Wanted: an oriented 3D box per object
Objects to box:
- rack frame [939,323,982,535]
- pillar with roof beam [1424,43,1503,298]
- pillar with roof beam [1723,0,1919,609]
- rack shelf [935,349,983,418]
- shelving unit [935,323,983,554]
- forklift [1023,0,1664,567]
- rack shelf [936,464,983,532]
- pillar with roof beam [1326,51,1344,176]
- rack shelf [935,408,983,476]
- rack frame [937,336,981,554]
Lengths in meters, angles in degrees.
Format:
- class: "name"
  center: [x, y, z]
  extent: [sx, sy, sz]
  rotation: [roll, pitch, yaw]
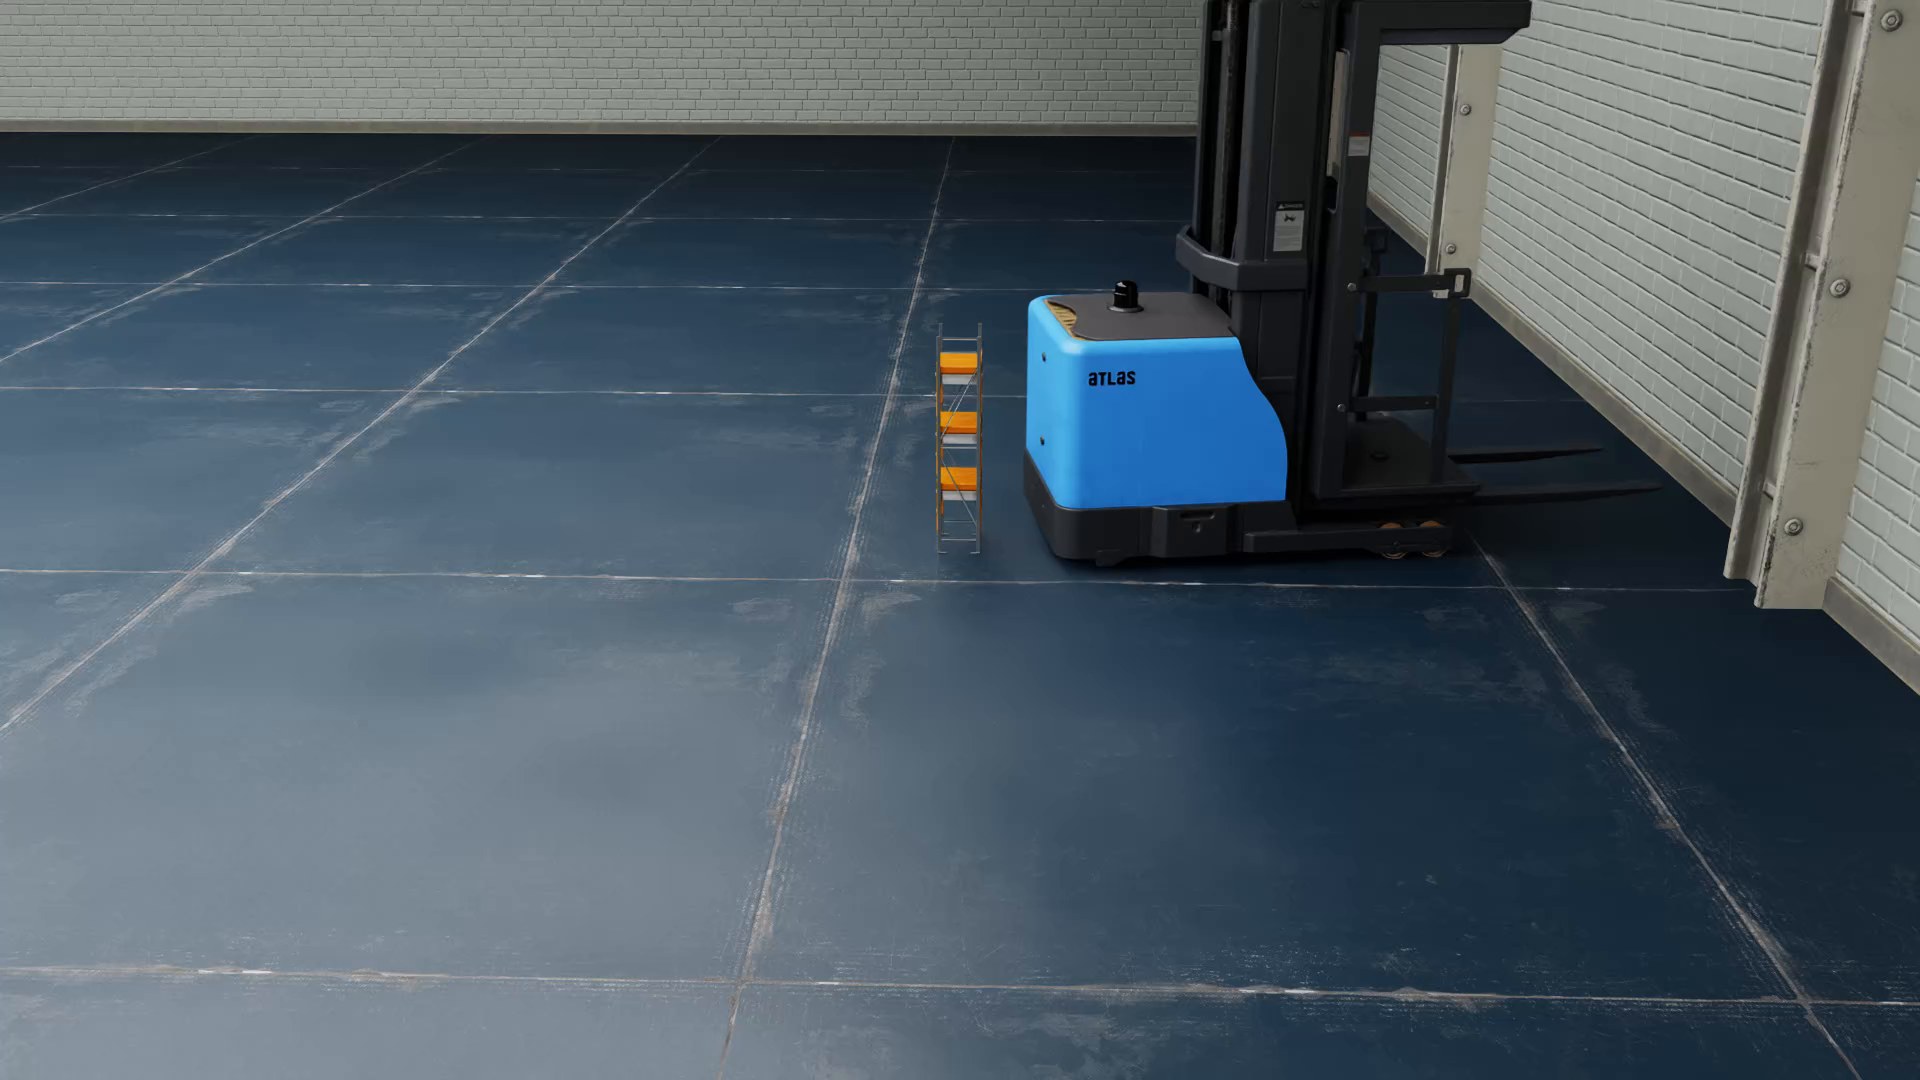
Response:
- class: "rack frame"
  center: [0.002, -0.514, 7.903]
  extent: [0.200, 1.050, 0.008]
  rotation: [1, 21, 2]
- class: "pillar with roof beam"
  center: [-0.473, -6.184, 11.527]
  extent: [9.100, 9.000, 0.400]
  rotation: [1, 21, 2]
- class: "pillar with roof beam"
  center: [-0.655, -4.015, 5.936]
  extent: [9.100, 9.000, 0.400]
  rotation: [1, 21, 2]
- class: "rack shelf"
  center: [-0.002, -0.725, 7.690]
  extent: [0.215, 0.259, 0.240]
  rotation: [1, 21, 2]
- class: "shelving unit"
  center: [-0.002, -0.470, 7.789]
  extent: [0.215, 1.050, 0.252]
  rotation: [1, 21, 2]
- class: "forklift"
  center: [1.878, -1.464, 7.749]
  extent: [3.031, 2.935, 1.130]
  rotation: [-3, 21, -7]
- class: "rack shelf"
  center: [-0.002, -0.201, 7.894]
  extent: [0.215, 0.259, 0.240]
  rotation: [1, 21, 2]
- class: "pillar with roof beam"
  center: [-0.290, -8.354, 17.118]
  extent: [9.100, 9.000, 0.400]
  rotation: [1, 21, 2]
- class: "rack shelf"
  center: [-0.002, -0.460, 7.793]
  extent: [0.215, 0.259, 0.240]
  rotation: [1, 21, 2]
- class: "rack frame"
  center: [-0.005, -0.426, 7.675]
  extent: [0.200, 1.050, 0.008]
  rotation: [1, 21, 2]
